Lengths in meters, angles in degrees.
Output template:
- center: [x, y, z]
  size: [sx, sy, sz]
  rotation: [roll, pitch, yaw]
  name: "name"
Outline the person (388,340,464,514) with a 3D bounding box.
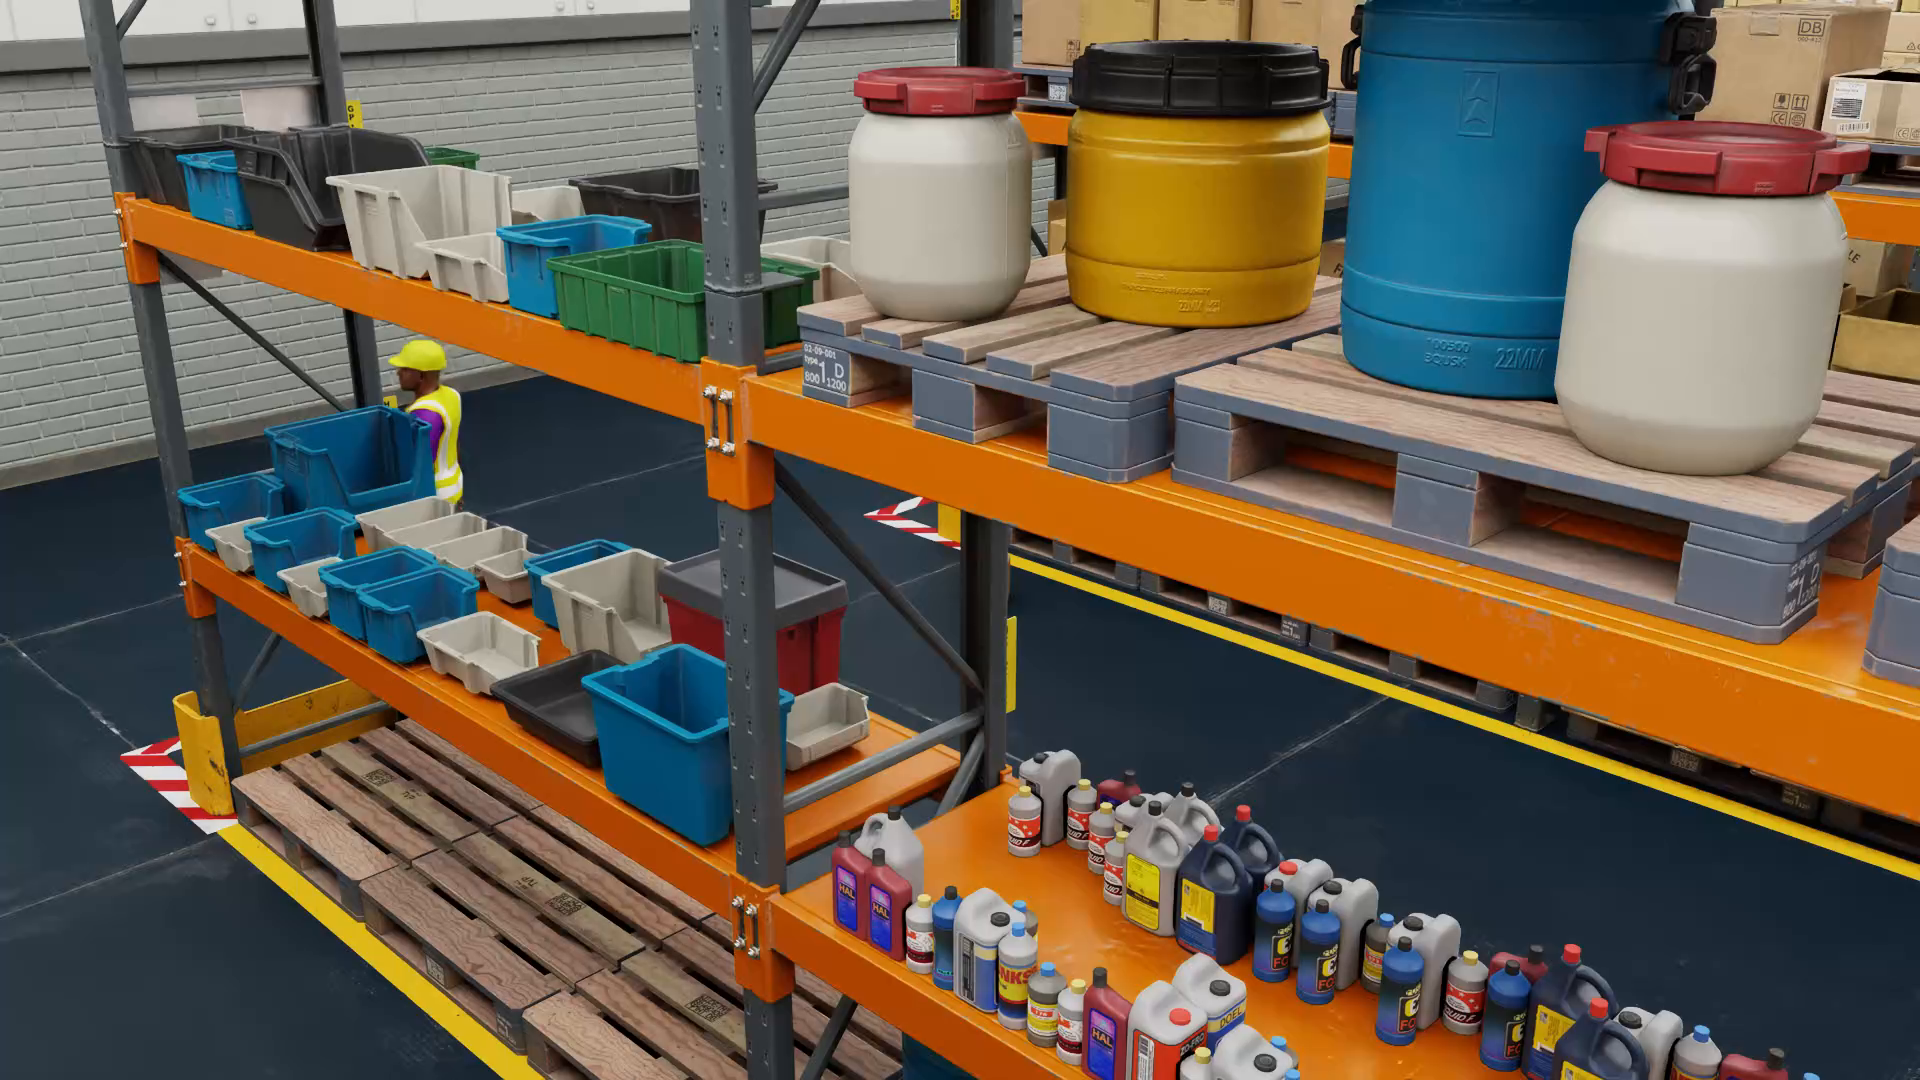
- center: [-2.918, -0.206, 9.119]
  size: [0.532, 1.821, 0.598]
  rotation: [-3, 21, -8]
  name: "person"
